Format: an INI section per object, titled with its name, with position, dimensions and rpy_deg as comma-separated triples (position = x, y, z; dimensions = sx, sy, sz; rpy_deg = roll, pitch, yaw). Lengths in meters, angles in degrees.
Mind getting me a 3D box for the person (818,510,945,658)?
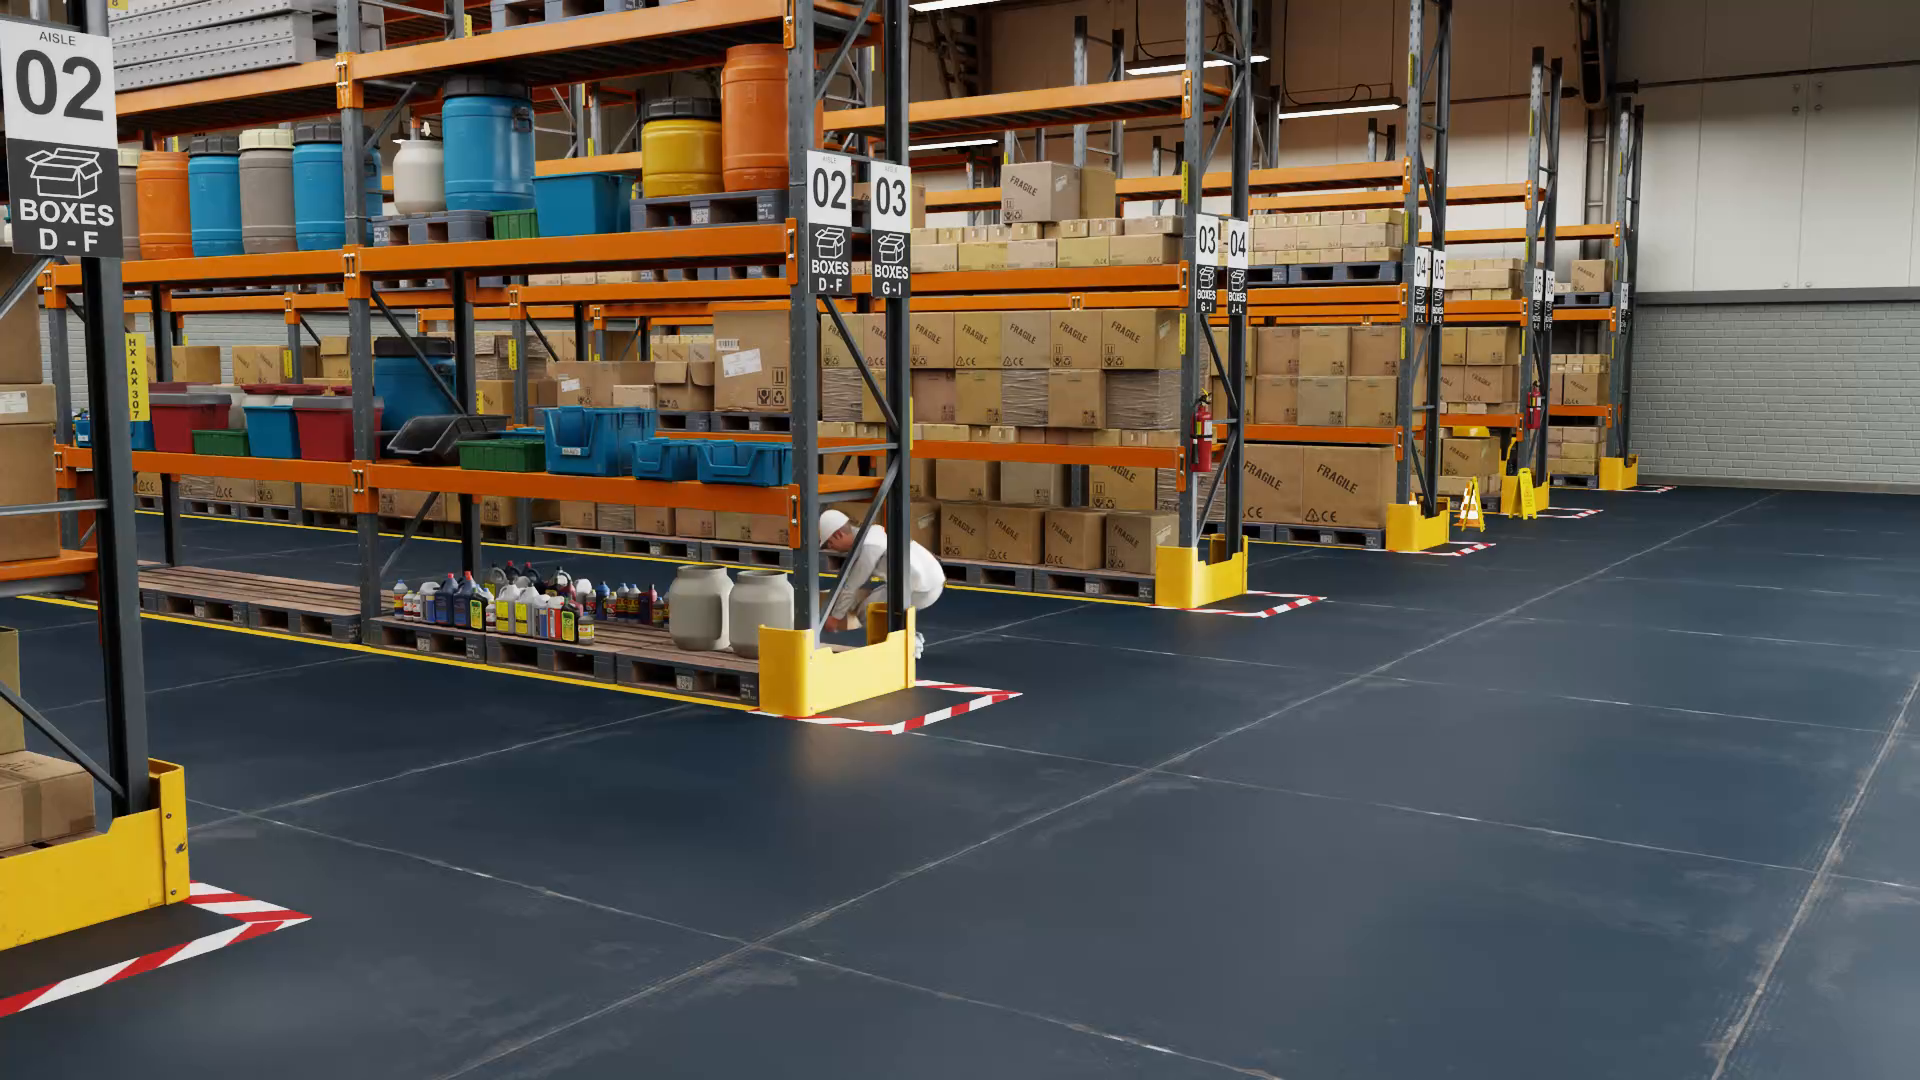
[person]
position = -0.543, 0.299, 11.437
dimensions = 0.883, 1.021, 0.514
rpy_deg = 0, 6, 0
